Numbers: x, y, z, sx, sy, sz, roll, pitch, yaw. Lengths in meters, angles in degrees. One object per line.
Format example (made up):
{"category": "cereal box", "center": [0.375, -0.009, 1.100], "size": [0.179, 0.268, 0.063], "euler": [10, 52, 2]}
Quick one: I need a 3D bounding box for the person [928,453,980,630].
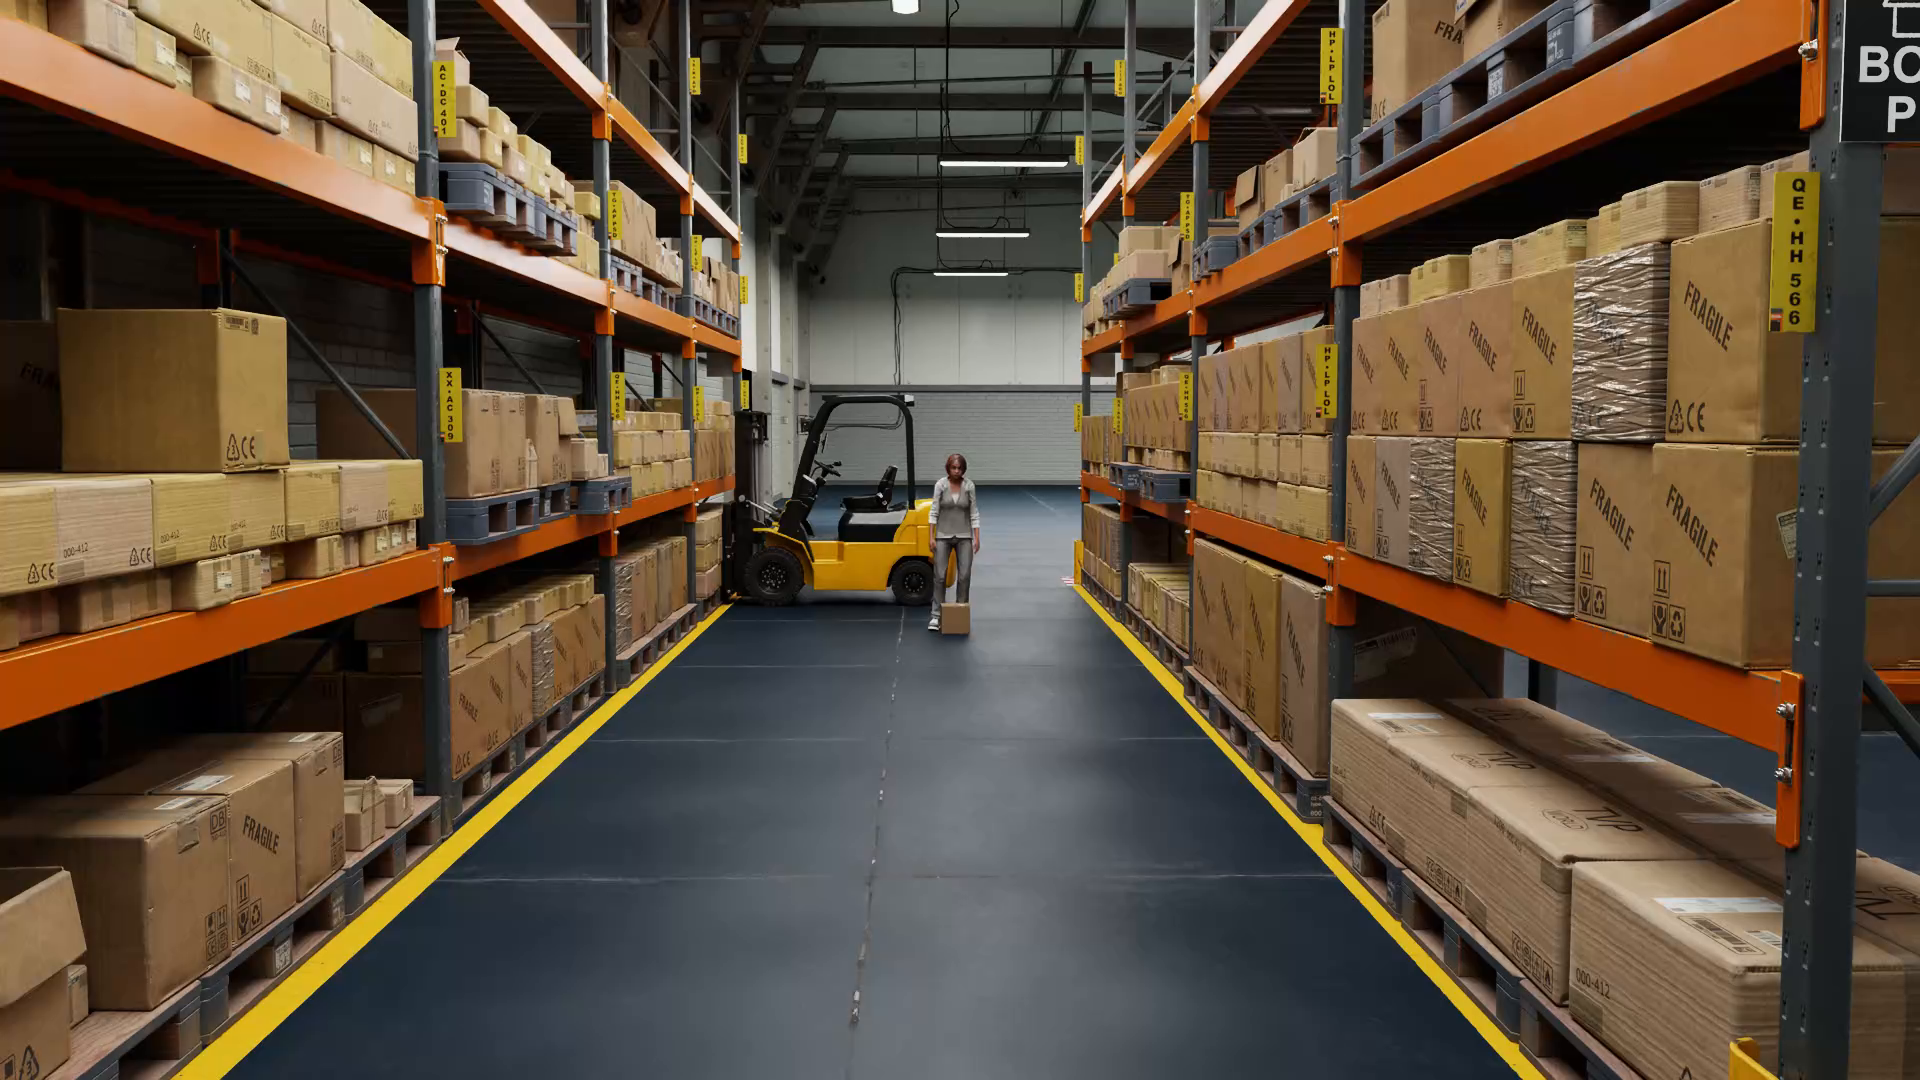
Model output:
{"category": "person", "center": [-0.055, 0.015, 15.025], "size": [0.477, 1.593, 0.367], "euler": [0, 4, -3]}
